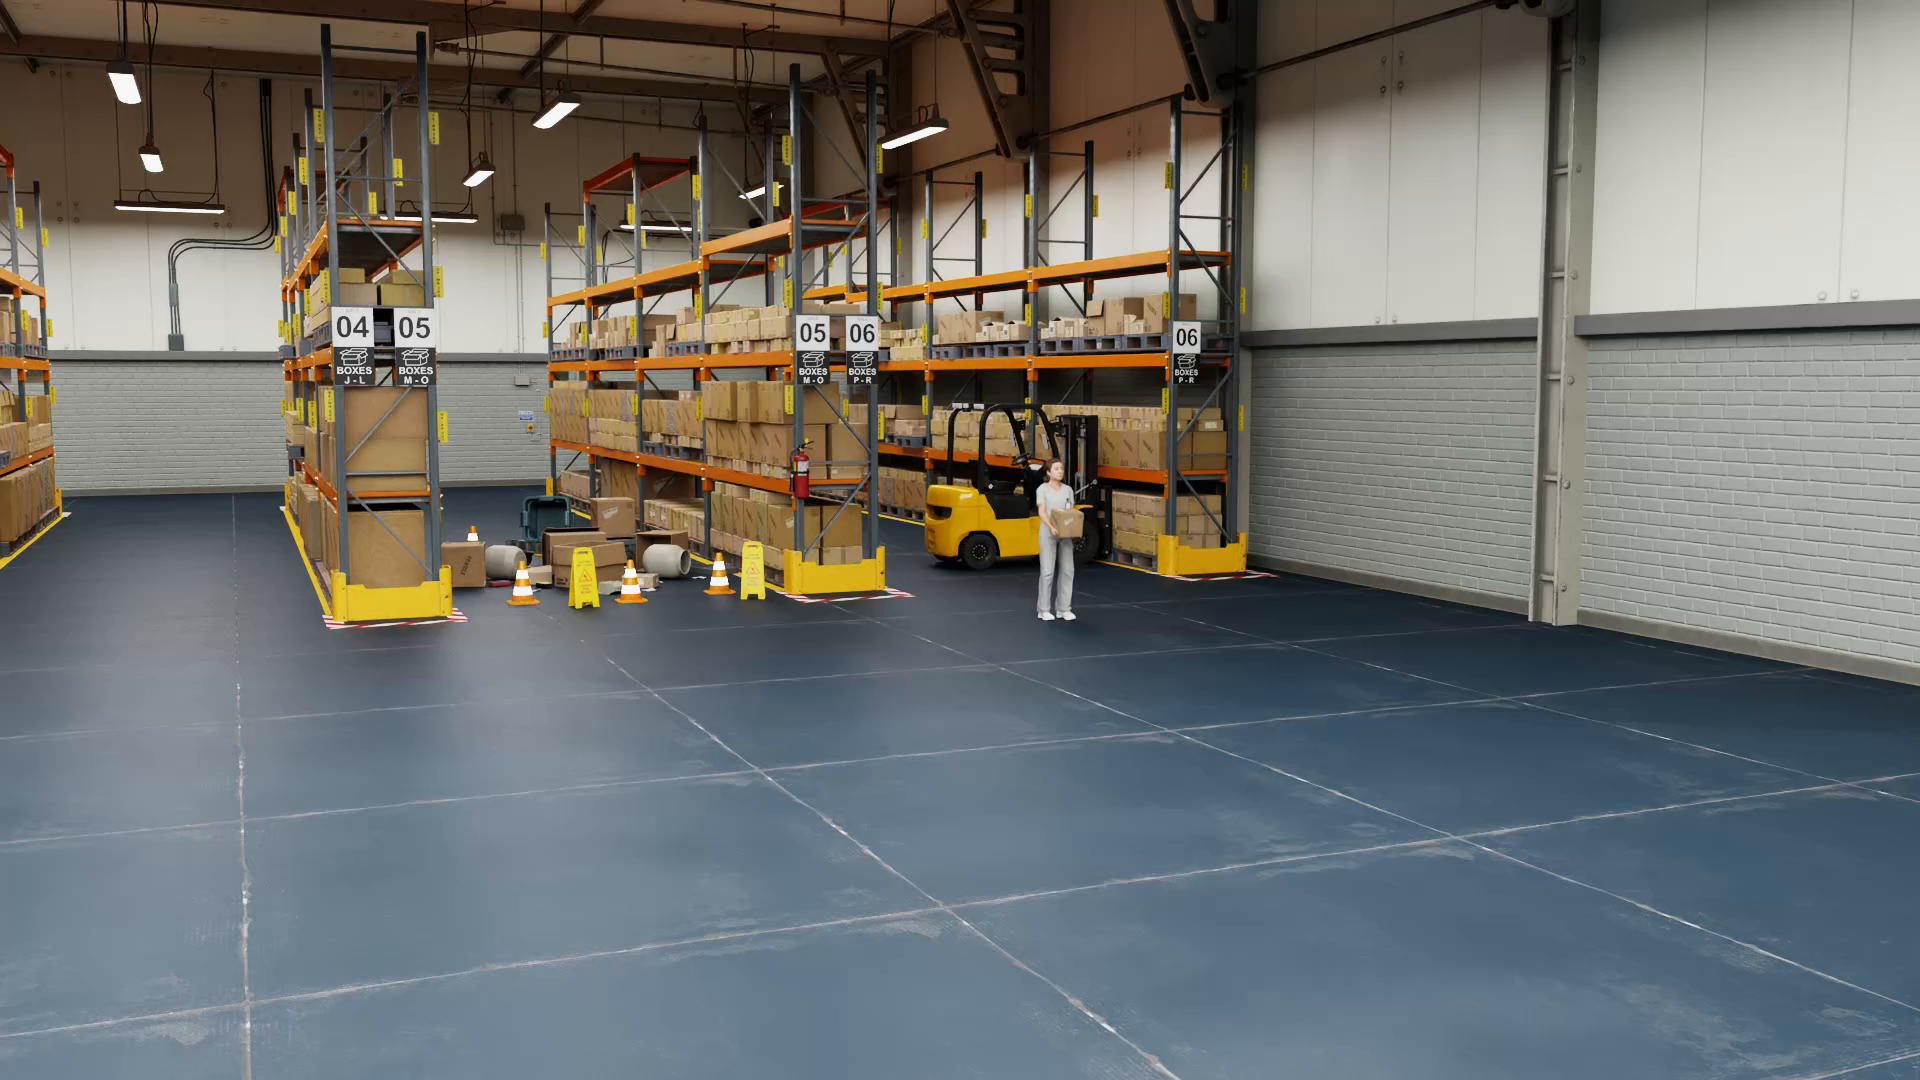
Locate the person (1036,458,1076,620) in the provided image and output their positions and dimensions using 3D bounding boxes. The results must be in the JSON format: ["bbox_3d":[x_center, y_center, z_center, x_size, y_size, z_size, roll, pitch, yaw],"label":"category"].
[{"bbox_3d":[1.010,-0.008,17.121,0.436,1.663,0.560,-2,6,-23],"label":"person"}]
